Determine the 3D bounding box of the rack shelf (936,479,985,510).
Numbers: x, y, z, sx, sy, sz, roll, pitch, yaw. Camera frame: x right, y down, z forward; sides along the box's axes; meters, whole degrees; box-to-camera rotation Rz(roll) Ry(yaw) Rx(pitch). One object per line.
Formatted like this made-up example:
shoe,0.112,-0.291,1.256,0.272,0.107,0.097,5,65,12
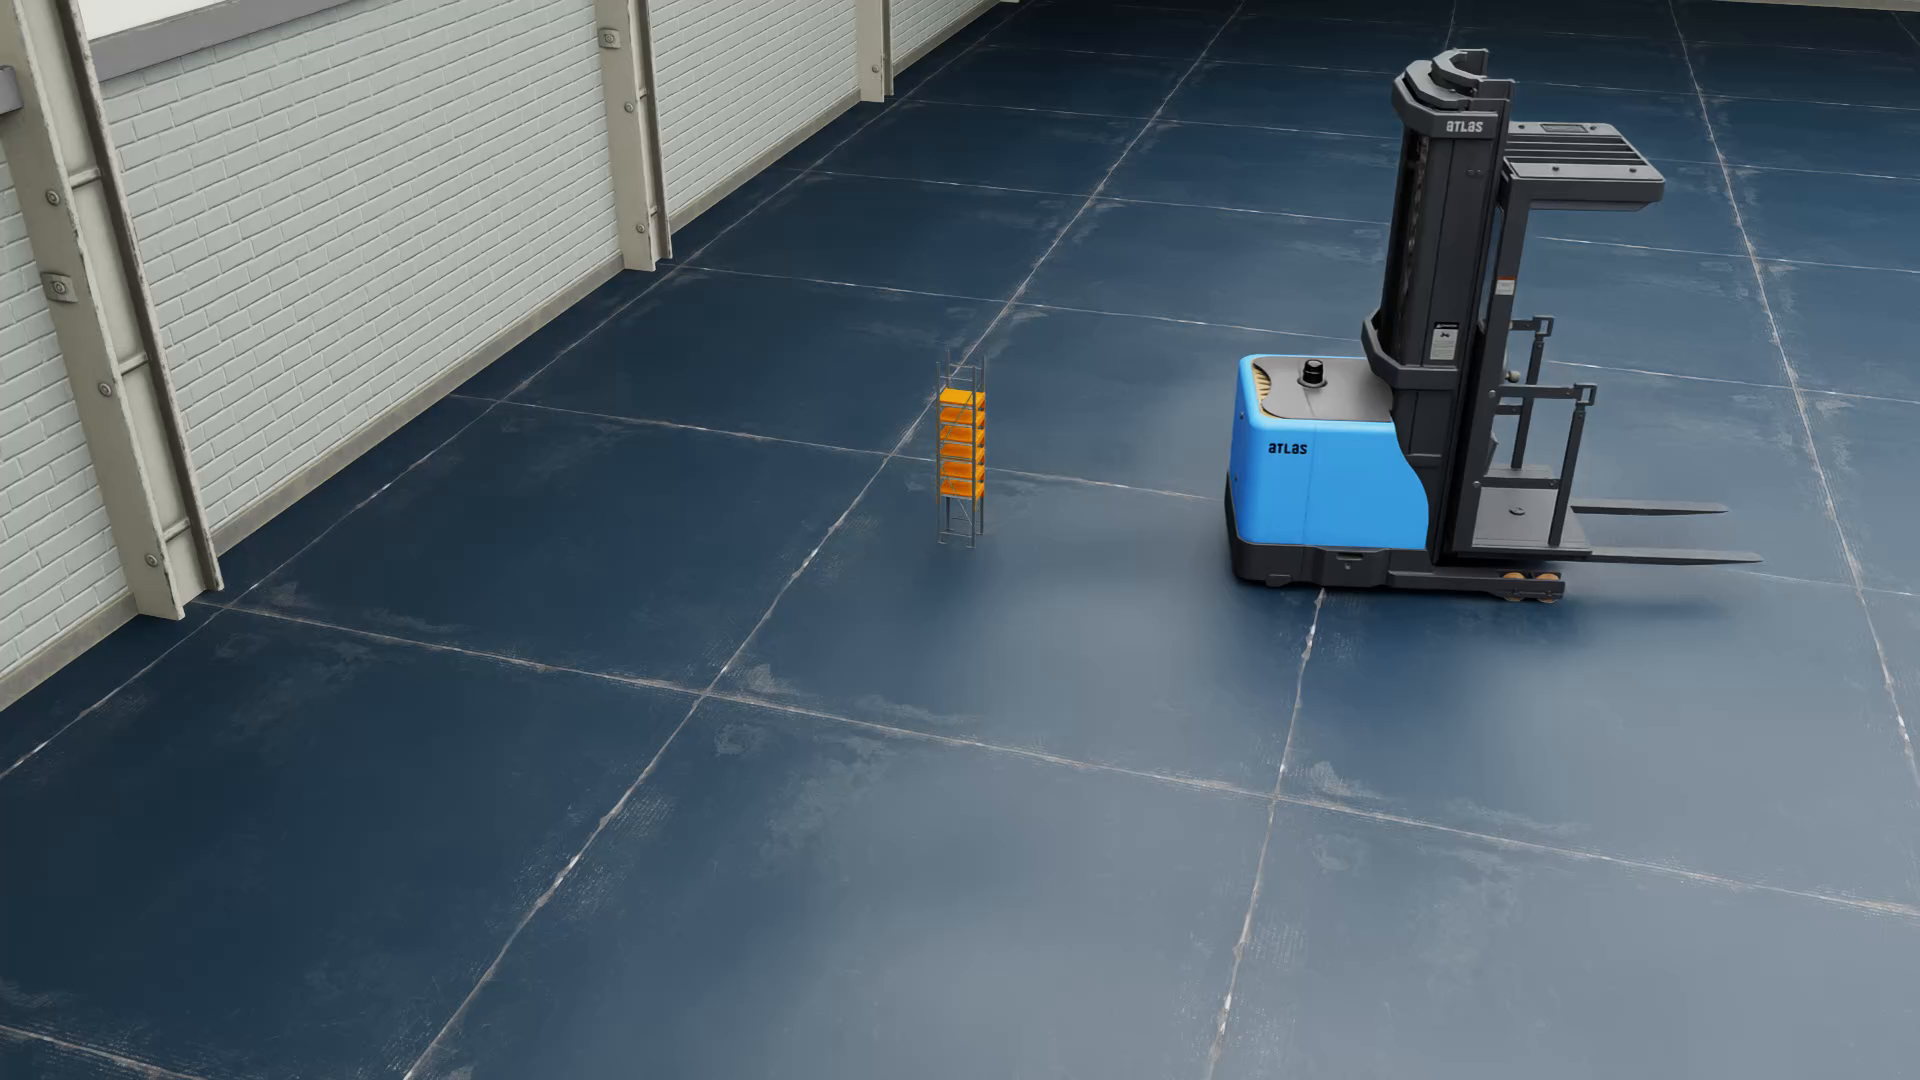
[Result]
rack shelf,0.004,-0.282,10.109,0.258,0.103,0.180,8,30,15

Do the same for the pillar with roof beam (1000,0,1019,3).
pillar with roof beam,4.881,-11.340,21.379,9.100,9.000,0.400,8,30,15

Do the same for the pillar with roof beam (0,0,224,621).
pillar with roof beam,-0.402,-2.975,6.342,9.100,9.000,0.400,8,30,15

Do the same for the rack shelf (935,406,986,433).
rack shelf,0.004,-0.702,9.875,0.258,0.103,0.180,8,30,15

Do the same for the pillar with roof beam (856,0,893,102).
pillar with roof beam,3.120,-8.552,16.366,9.100,9.000,0.400,8,30,15

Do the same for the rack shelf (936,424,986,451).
rack shelf,0.004,-0.597,9.934,0.258,0.103,0.180,8,30,15

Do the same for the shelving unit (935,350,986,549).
shelving unit,0.004,-0.531,9.970,0.258,1.200,0.189,8,30,15

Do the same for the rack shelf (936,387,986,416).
rack shelf,0.004,-0.807,9.817,0.258,0.103,0.180,8,30,15

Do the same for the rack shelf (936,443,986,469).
rack shelf,0.004,-0.492,9.992,0.258,0.103,0.180,8,30,15

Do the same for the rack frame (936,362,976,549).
rack frame,-0.023,-0.489,9.894,0.240,1.200,0.006,8,30,15

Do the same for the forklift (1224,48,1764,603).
forklift,3.150,-1.187,9.369,3.031,2.935,1.130,2,29,4

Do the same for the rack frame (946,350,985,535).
rack frame,0.031,-0.574,10.047,0.240,1.200,0.006,8,30,15

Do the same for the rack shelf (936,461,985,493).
rack shelf,0.004,-0.387,10.050,0.258,0.103,0.180,8,30,15

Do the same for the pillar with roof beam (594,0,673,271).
pillar with roof beam,1.359,-5.764,11.354,9.100,9.000,0.400,8,30,15
